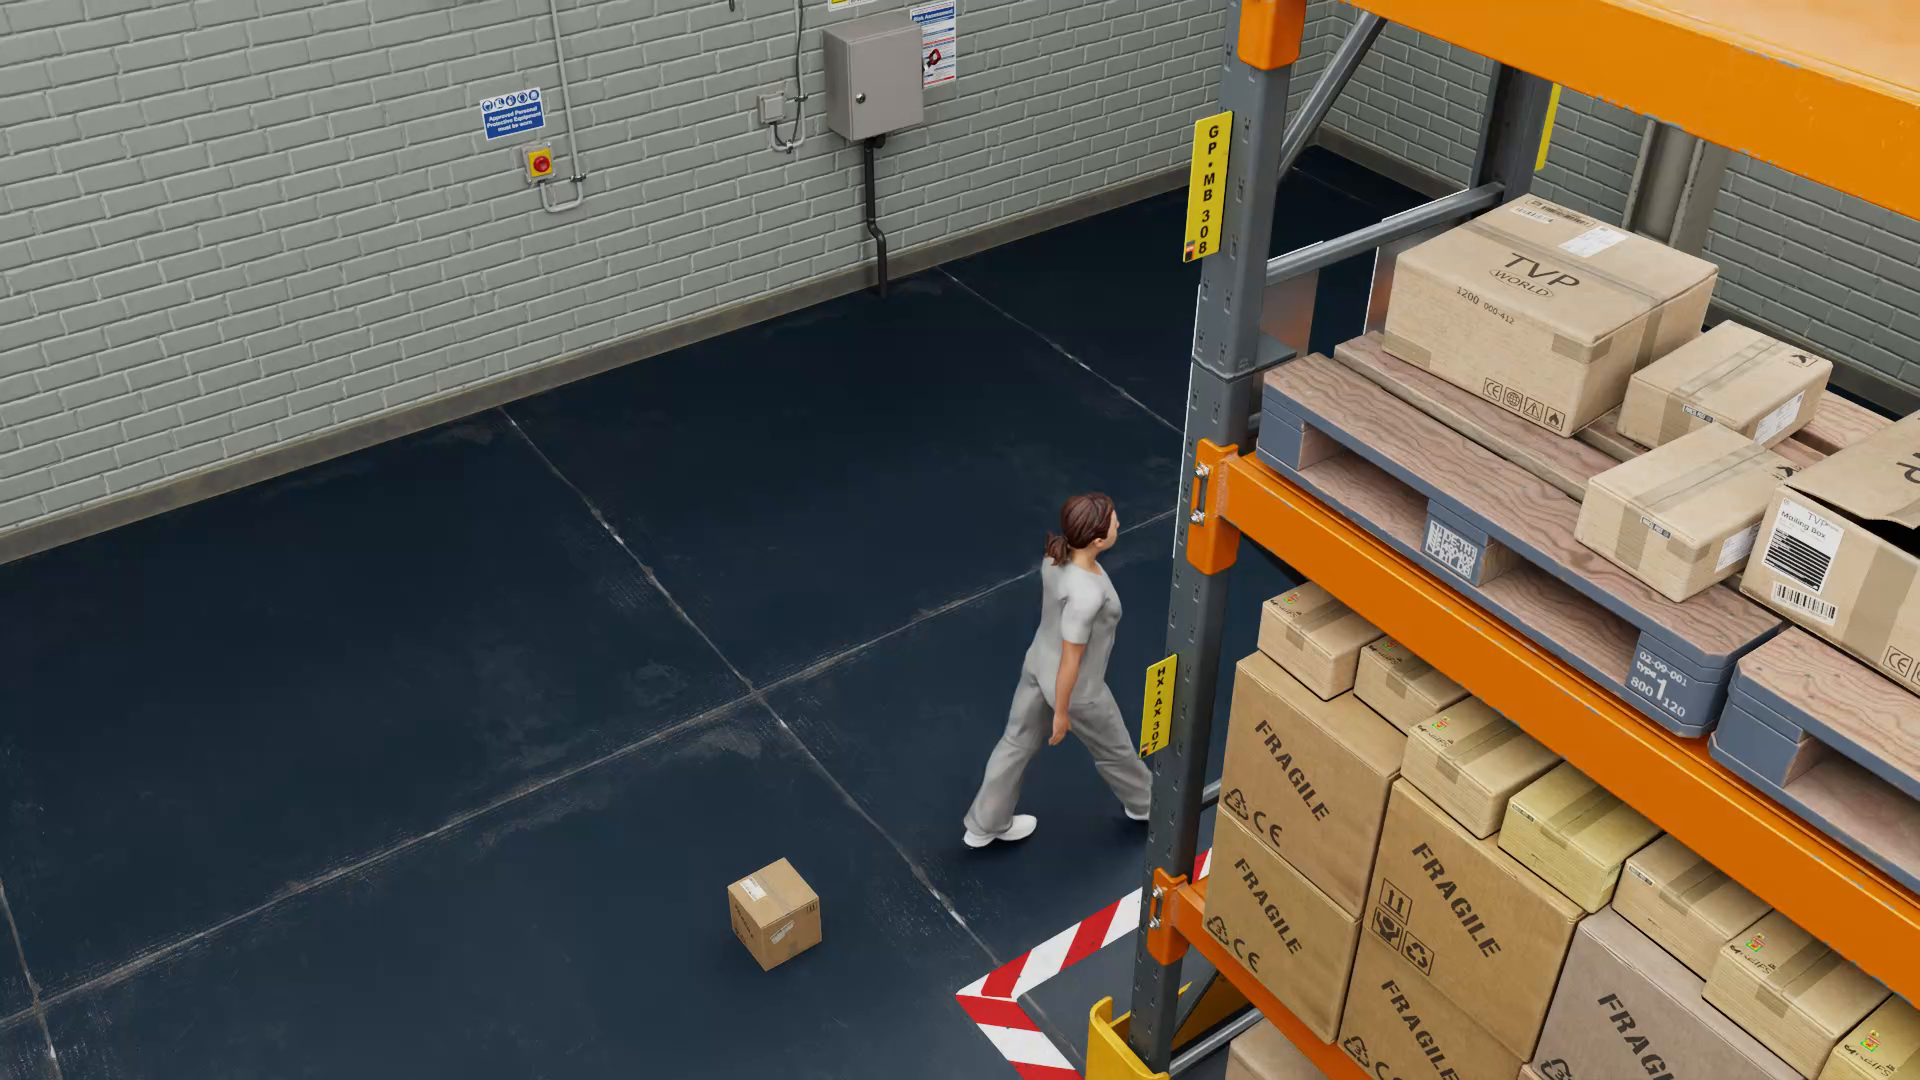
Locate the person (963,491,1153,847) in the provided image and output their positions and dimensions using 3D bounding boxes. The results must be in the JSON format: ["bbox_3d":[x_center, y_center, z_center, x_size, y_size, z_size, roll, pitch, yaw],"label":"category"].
[{"bbox_3d":[0.478,0.489,6.326,0.975,1.610,0.477,-12,38,-15],"label":"person"}]
